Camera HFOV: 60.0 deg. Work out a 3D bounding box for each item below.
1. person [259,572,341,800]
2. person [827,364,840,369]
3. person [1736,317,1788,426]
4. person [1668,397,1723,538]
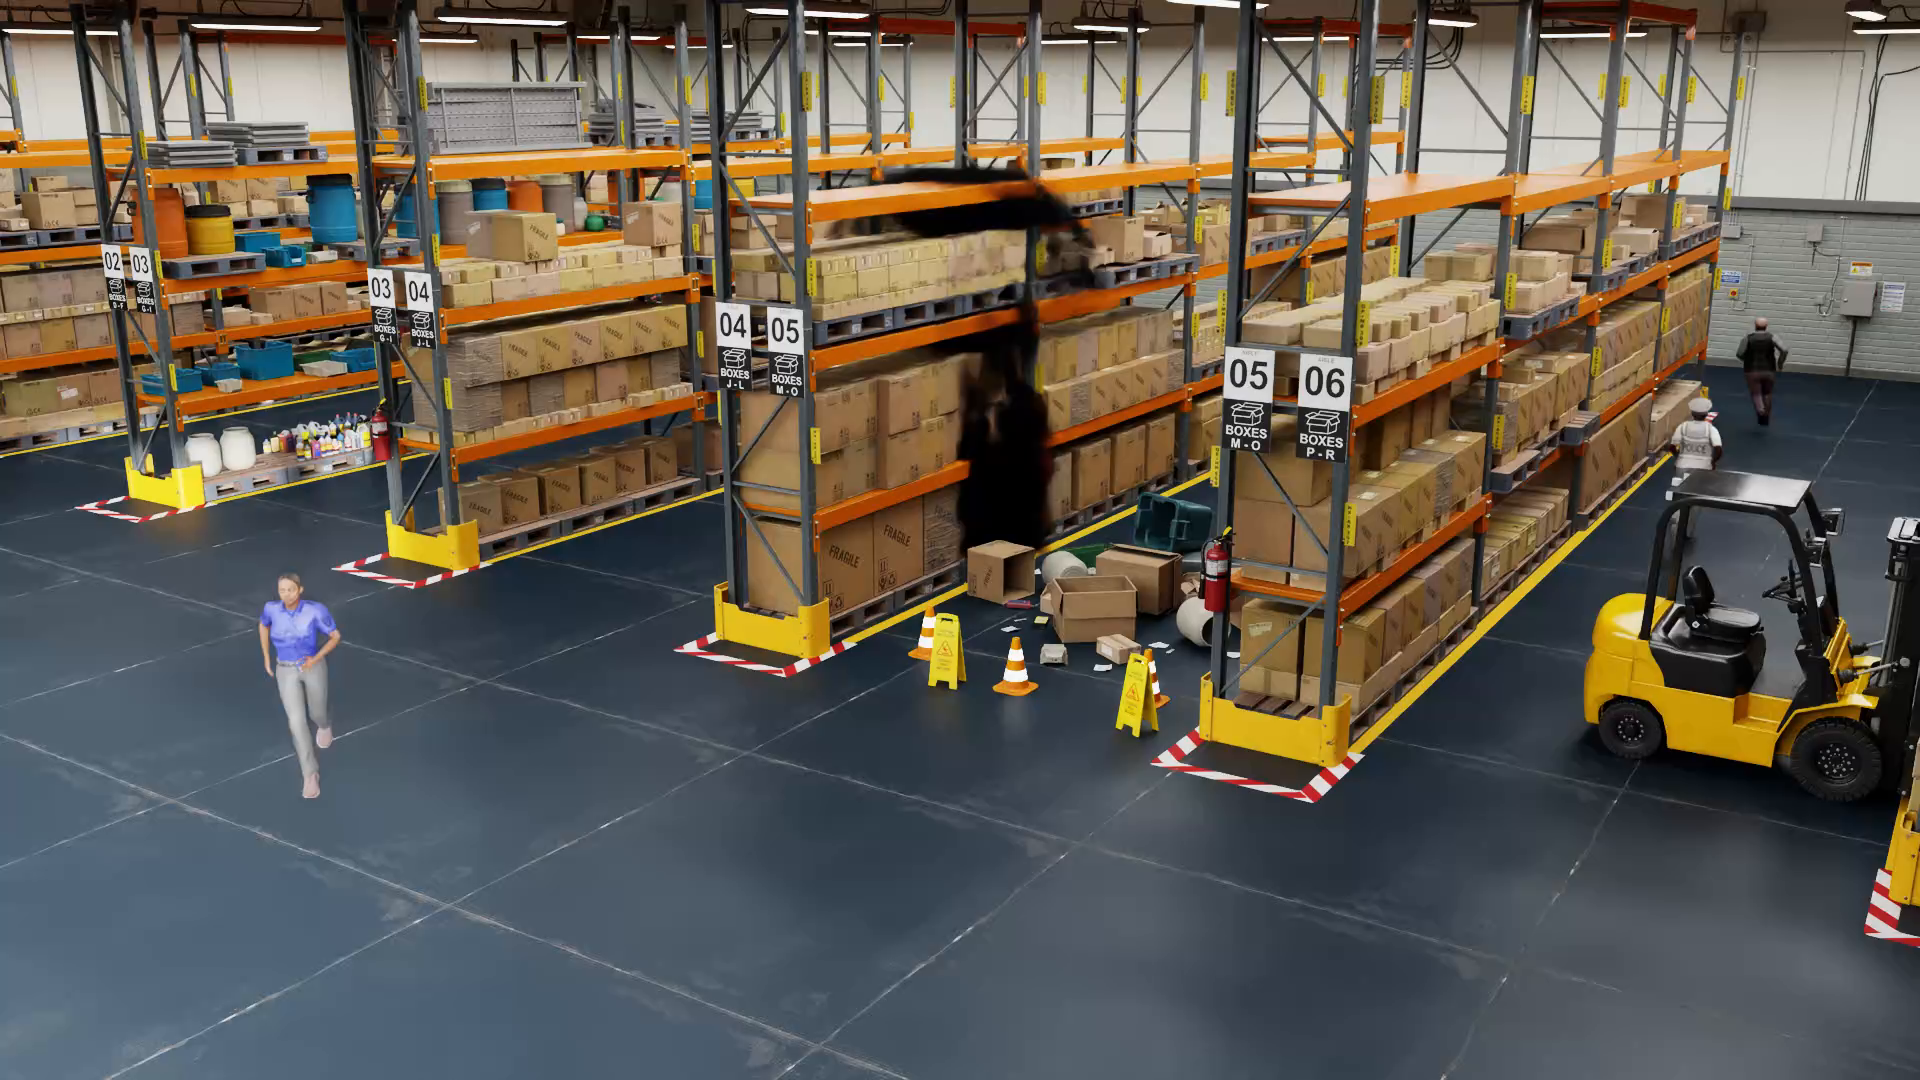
[{"bbox_3d":[-4.953,1.010,12.545,0.600,1.655,0.971,-3,16,-11],"label":"person"},{"bbox_3d":[-1.380,-1.675,20.821,0.659,1.867,0.720,6,17,22],"label":"person"},{"bbox_3d":[12.082,-2.515,25.155,0.693,1.699,0.855,5,16,18],"label":"person"},{"bbox_3d":[8.360,-0.781,18.963,0.574,1.691,0.771,9,18,29],"label":"person"}]
